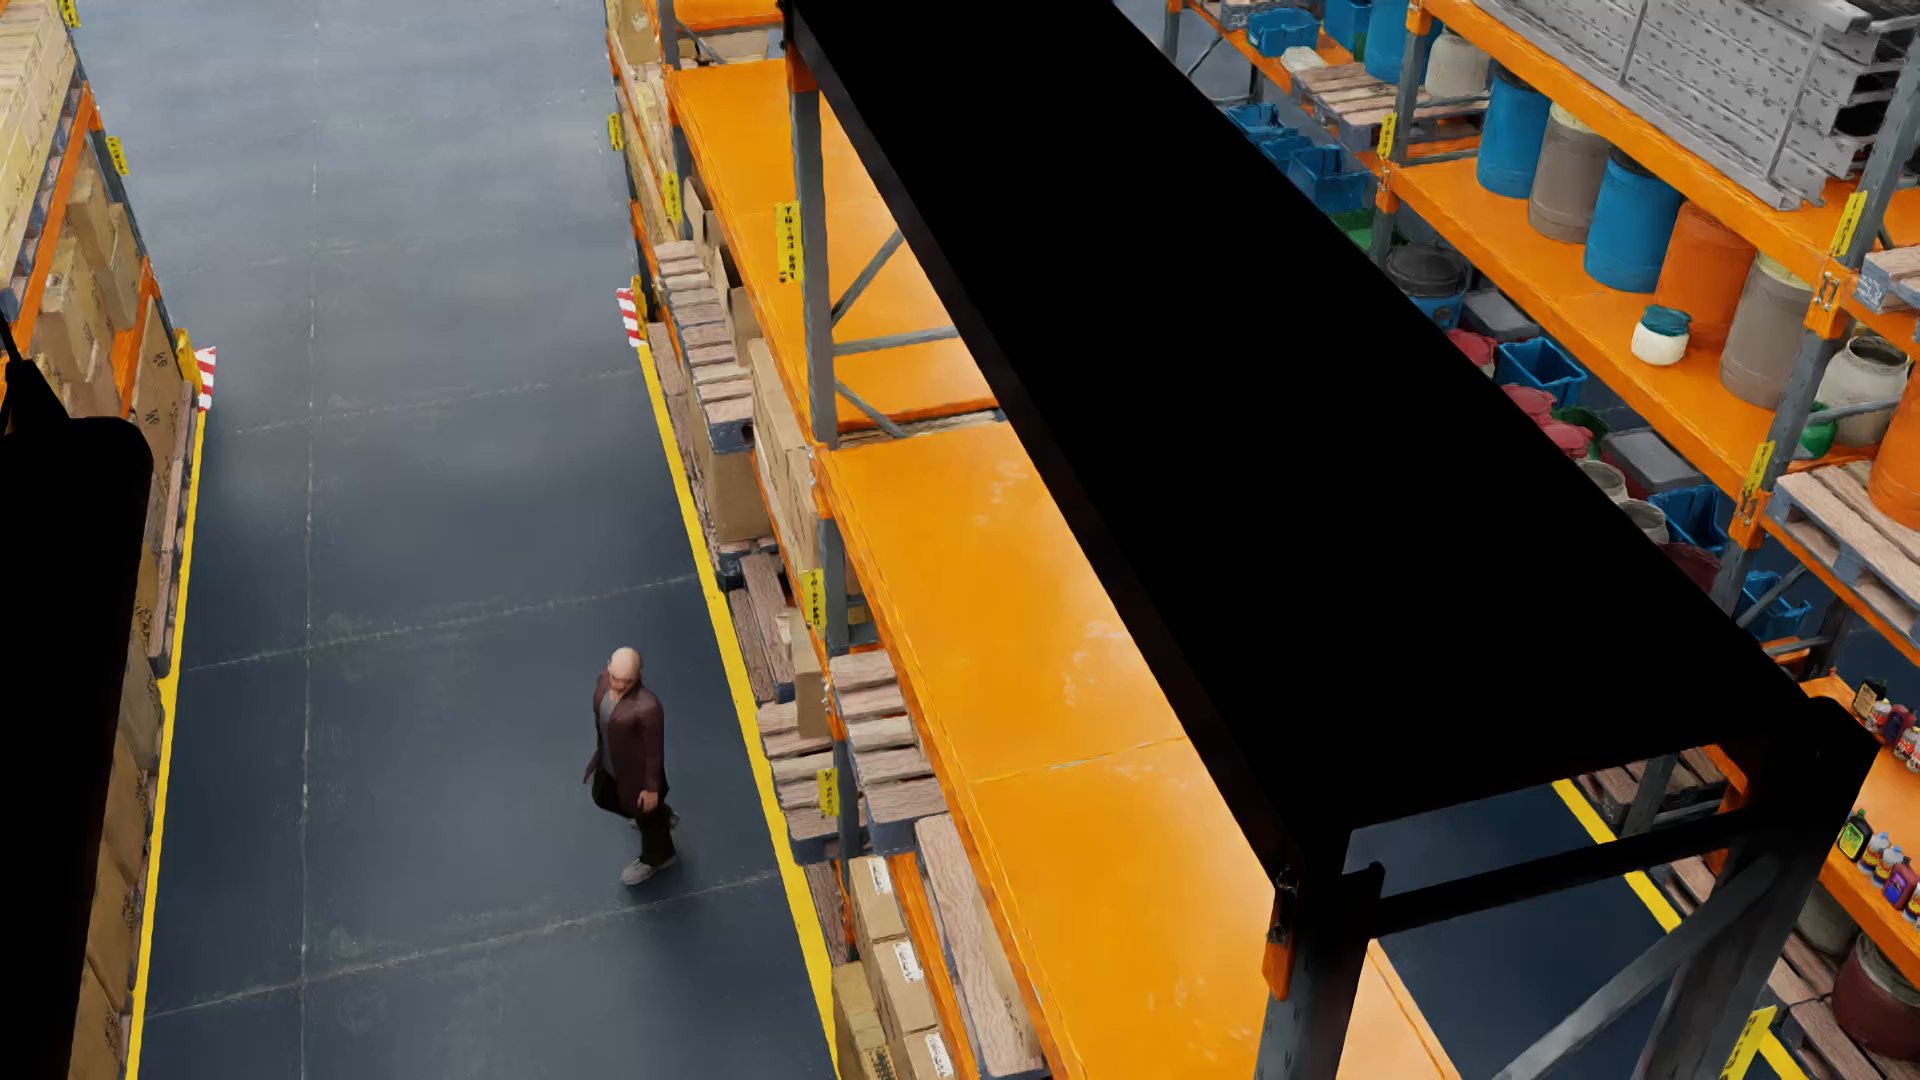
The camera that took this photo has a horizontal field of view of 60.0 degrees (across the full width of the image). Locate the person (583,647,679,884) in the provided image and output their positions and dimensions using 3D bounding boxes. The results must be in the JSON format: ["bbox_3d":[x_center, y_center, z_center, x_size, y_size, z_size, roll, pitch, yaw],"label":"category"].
[{"bbox_3d":[-1.916,1.294,9.760,0.518,1.776,0.627,-30,47,-32],"label":"person"}]
